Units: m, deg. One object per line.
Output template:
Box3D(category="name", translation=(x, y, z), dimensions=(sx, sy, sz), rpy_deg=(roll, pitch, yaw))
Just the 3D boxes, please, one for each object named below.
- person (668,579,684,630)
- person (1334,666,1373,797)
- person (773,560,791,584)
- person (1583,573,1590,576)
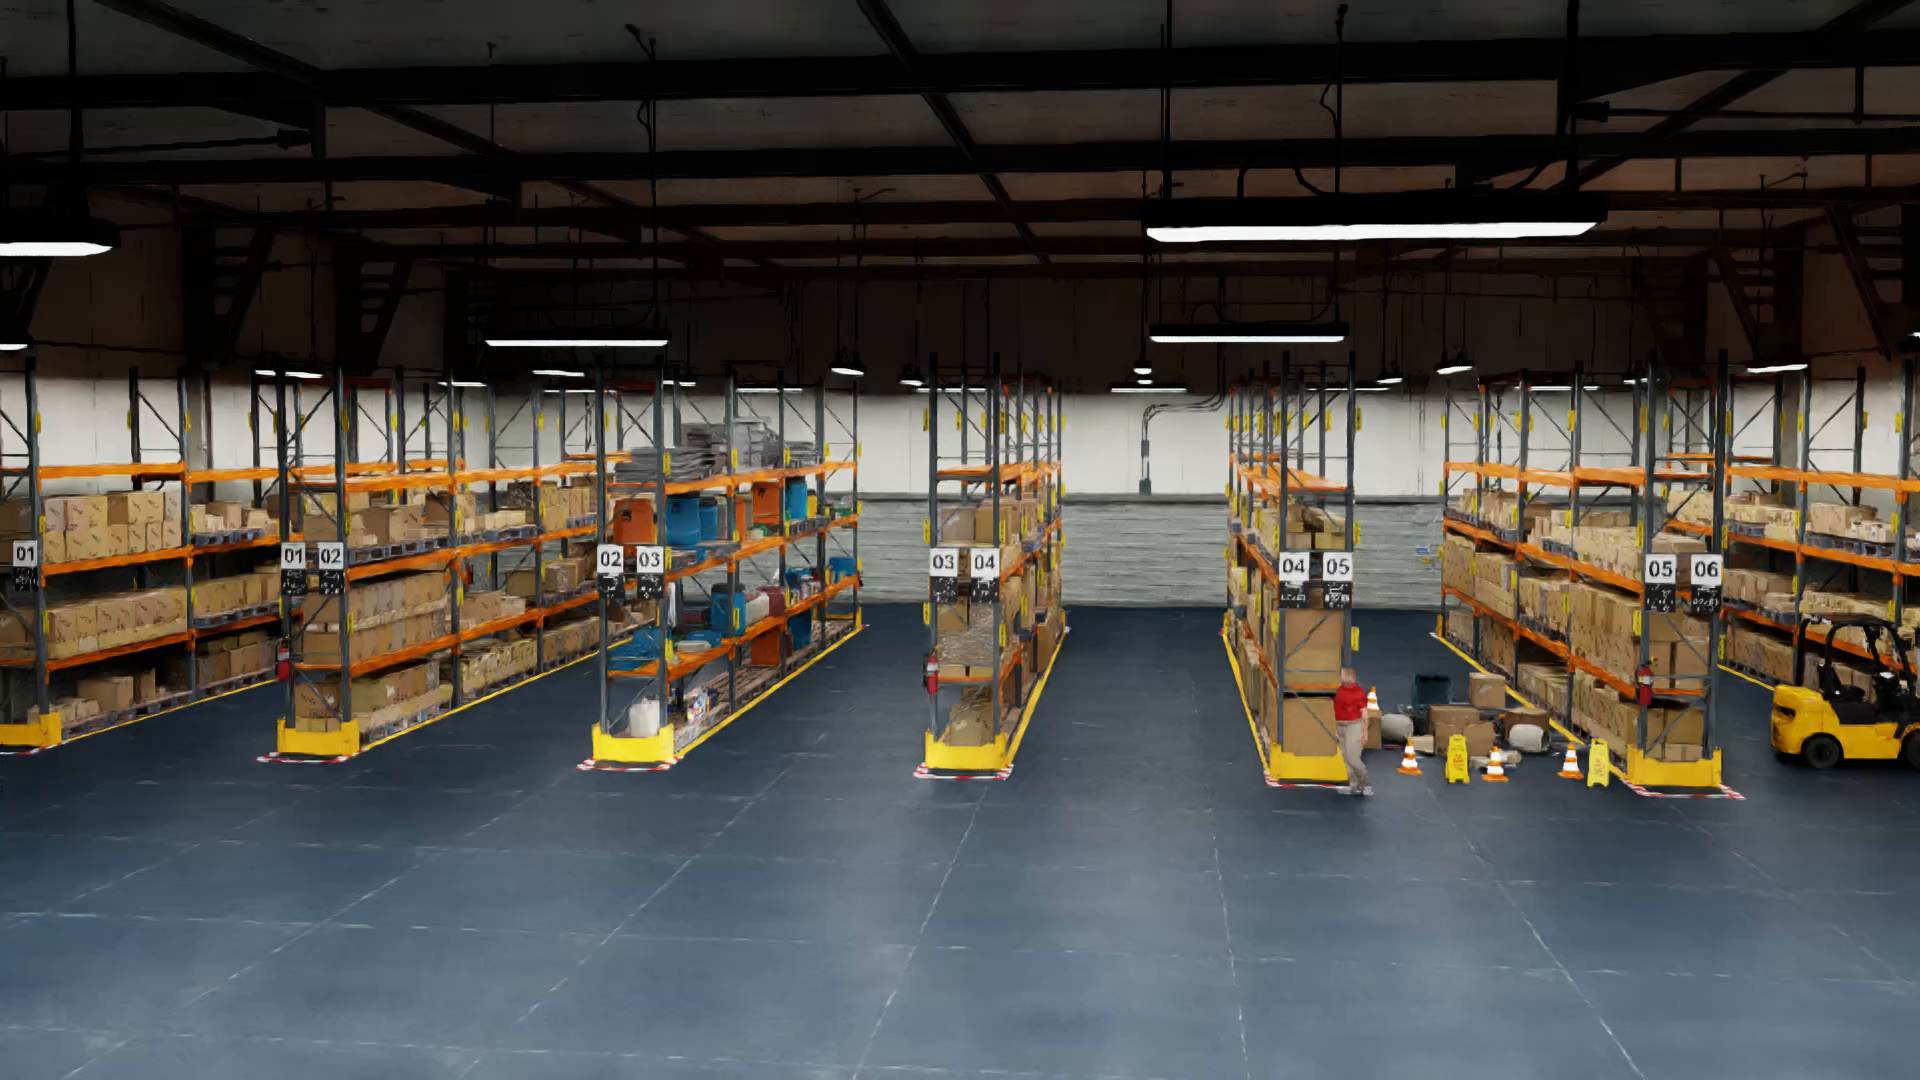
Box3D(category="person", translation=(-6.082, 1.596, 35.584), dimensions=(0.487, 1.779, 0.625), rpy_deg=(-1, 4, -18))
Box3D(category="person", translation=(5.274, 2.558, 22.297), dimensions=(0.433, 1.715, 0.652), rpy_deg=(-2, 4, -24))
Box3D(category="person", translation=(-4.370, 1.269, 41.412), dimensions=(0.625, 1.585, 0.568), rpy_deg=(0, 4, 5))
Box3D(category="person", translation=(13.872, 1.548, 36.829), dimensions=(0.540, 1.668, 0.545), rpy_deg=(2, 4, 25))
